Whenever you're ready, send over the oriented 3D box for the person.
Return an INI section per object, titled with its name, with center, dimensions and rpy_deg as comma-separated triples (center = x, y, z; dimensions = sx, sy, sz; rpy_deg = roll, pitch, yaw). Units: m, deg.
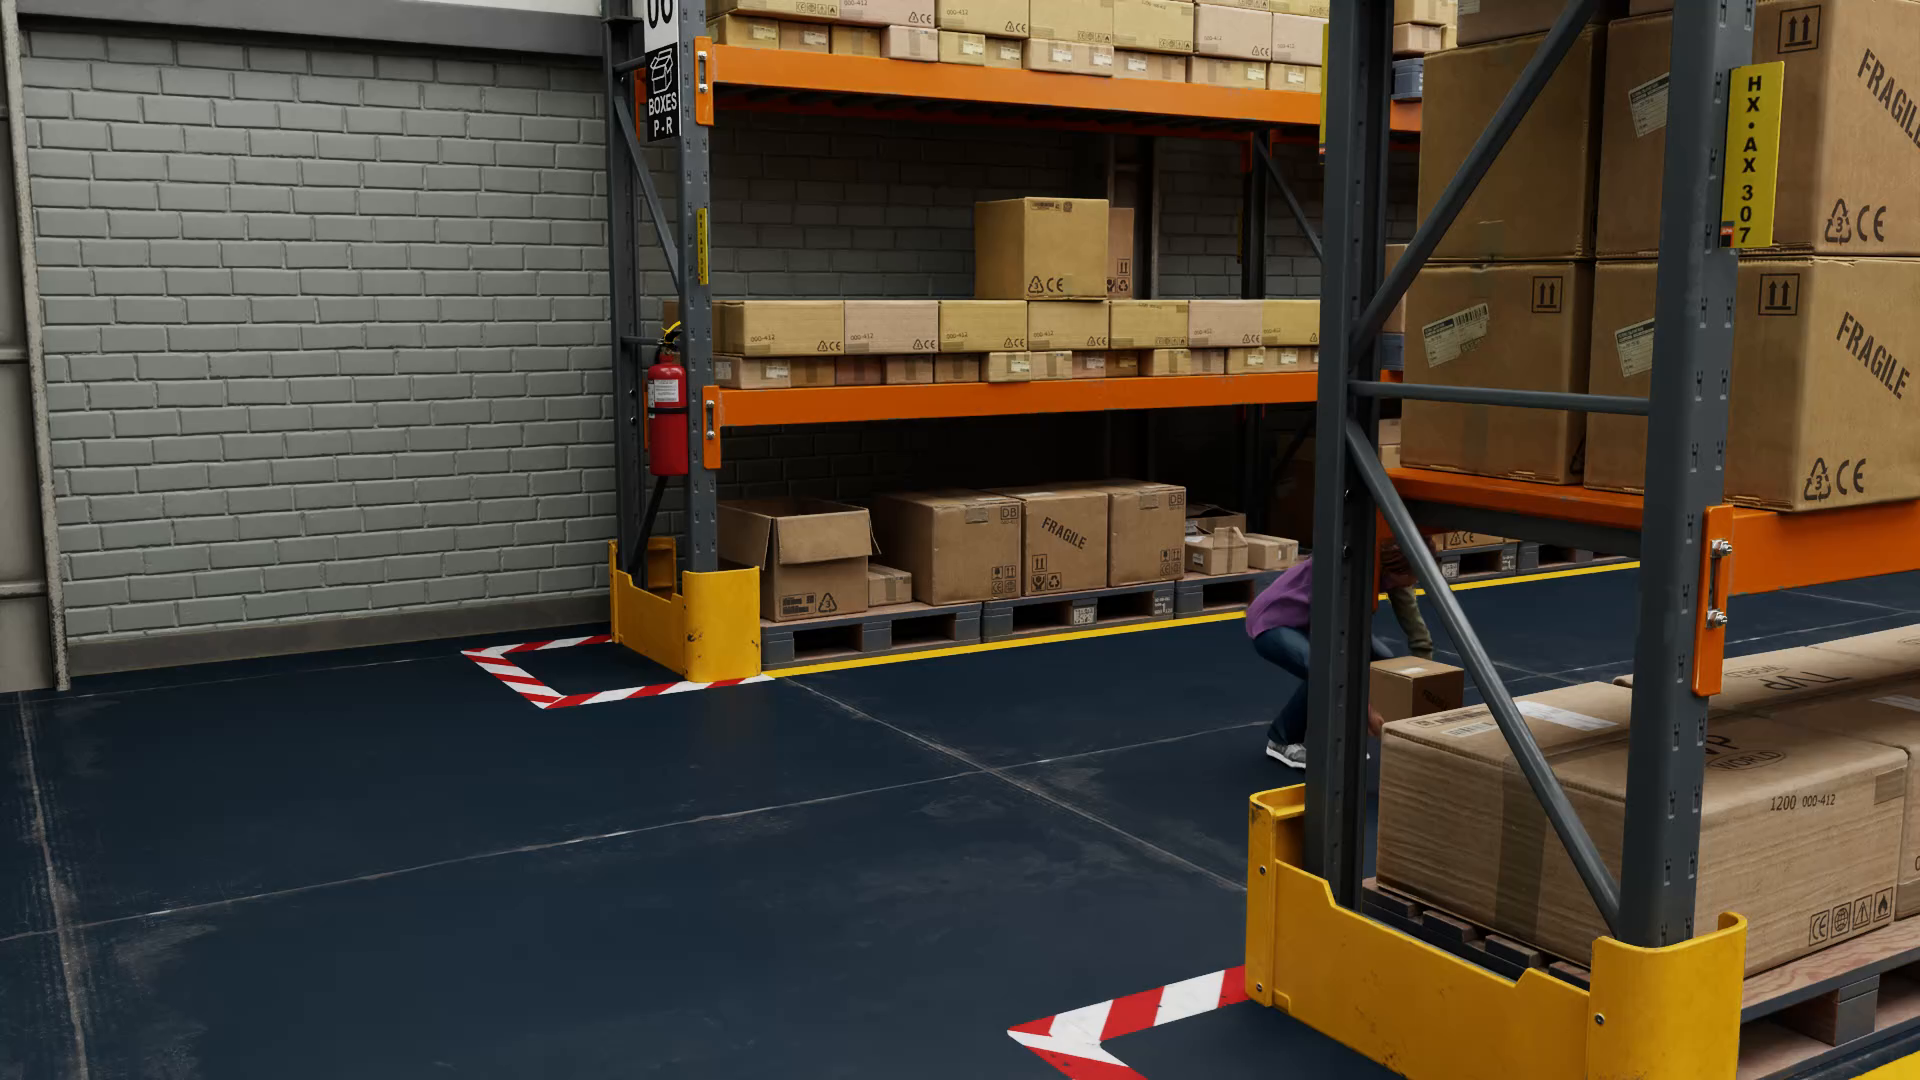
[person]
center = 1.403, 0.371, 6.097
dimensions = 0.448, 0.945, 0.789
rpy_deg = -5, 10, -31
